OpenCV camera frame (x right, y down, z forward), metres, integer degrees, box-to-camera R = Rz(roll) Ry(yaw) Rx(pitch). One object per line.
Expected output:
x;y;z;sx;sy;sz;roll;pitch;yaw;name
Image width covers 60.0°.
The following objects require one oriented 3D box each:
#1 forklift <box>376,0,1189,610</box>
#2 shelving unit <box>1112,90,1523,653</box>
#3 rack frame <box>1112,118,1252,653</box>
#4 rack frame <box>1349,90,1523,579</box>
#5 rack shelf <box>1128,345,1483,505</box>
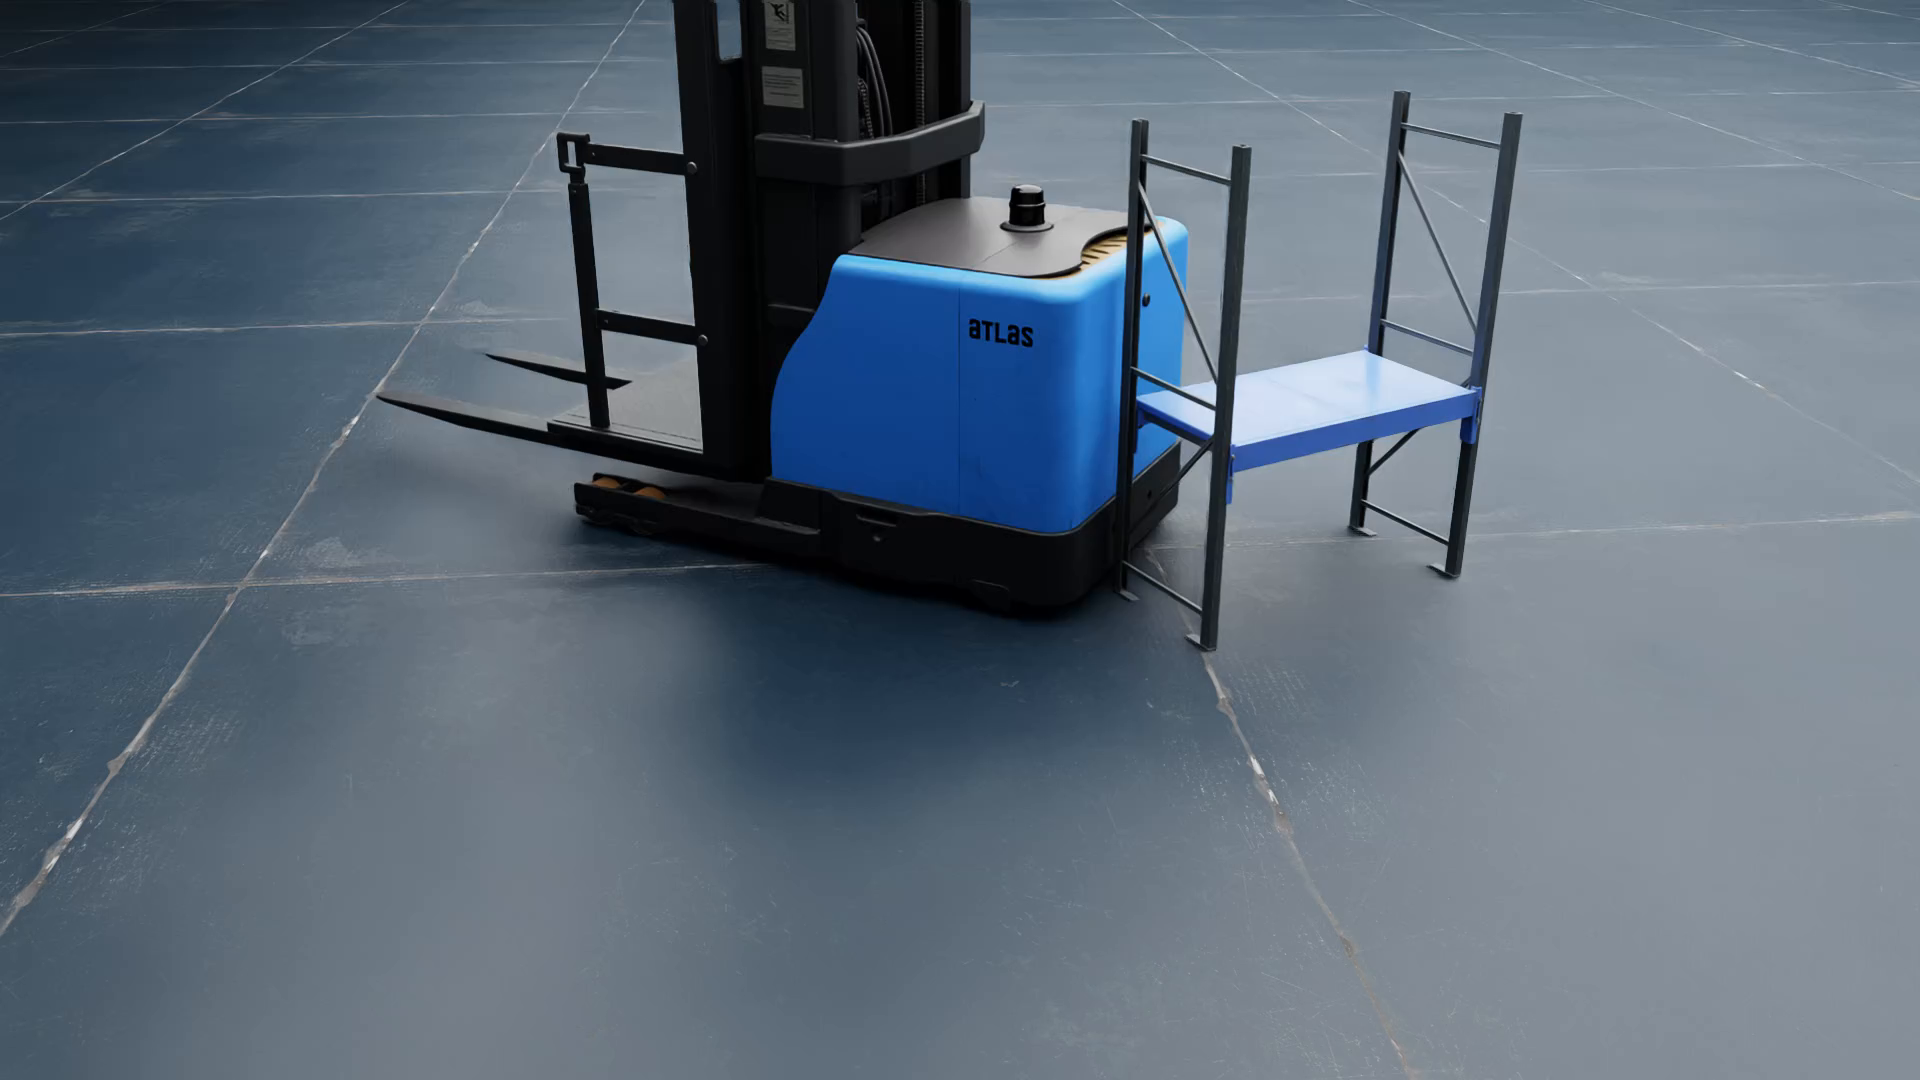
-0.777;-1.529;5.582;3.031;2.935;1.130;12;27;25;forklift
1.071;-0.543;5.125;1.048;1.500;0.538;-13;27;-28;shelving unit
0.633;-0.438;4.890;0.032;1.500;0.500;-13;27;-28;rack frame
1.509;-0.648;5.361;0.032;1.500;0.500;-13;27;-28;rack frame
1.071;-0.379;5.198;1.000;0.185;0.538;-13;27;-28;rack shelf
